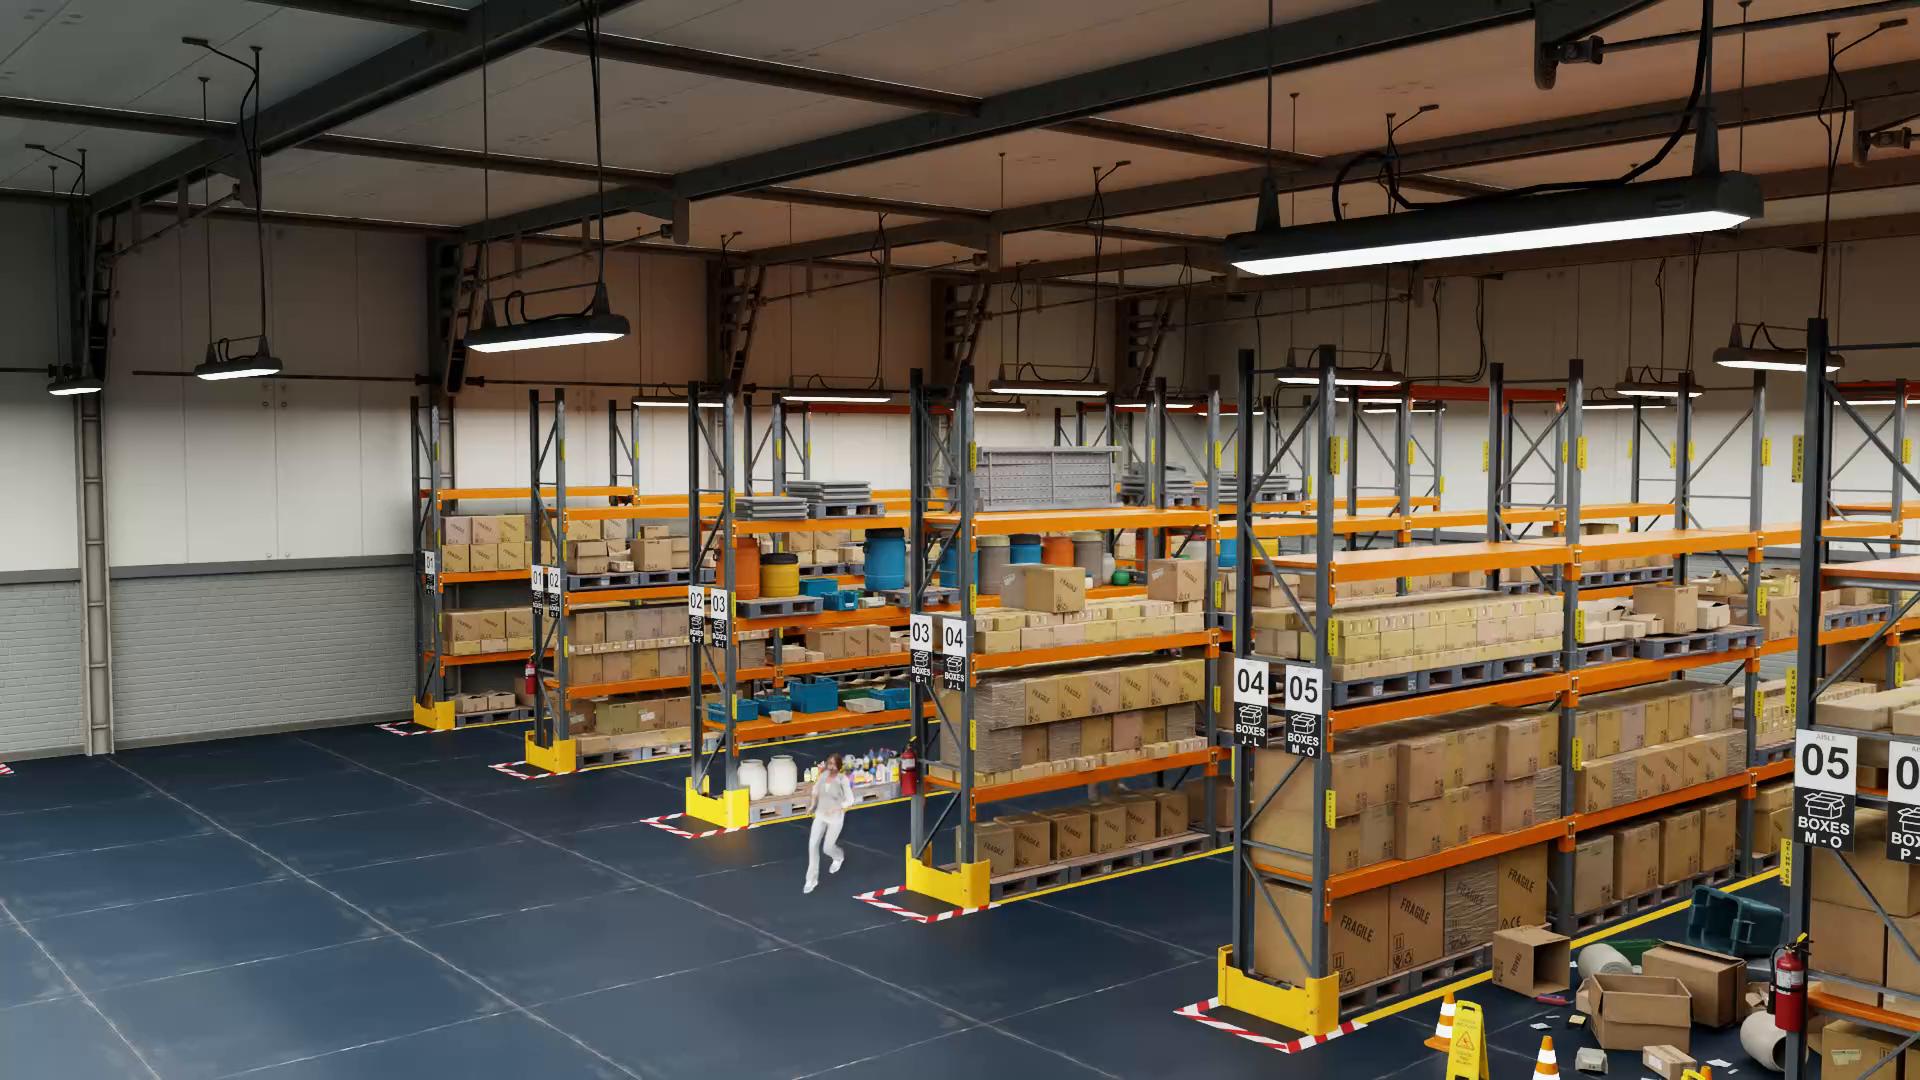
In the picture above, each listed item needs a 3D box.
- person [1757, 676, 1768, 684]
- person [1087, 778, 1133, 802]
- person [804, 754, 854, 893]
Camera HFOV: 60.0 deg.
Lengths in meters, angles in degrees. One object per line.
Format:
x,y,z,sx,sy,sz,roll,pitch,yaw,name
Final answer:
11.779,2.869,24.590,0.824,1.742,0.601,-3,4,-40,person
2.004,2.971,22.675,0.907,1.696,0.676,-3,5,-45,person
-1.485,3.255,19.339,0.576,1.583,0.777,1,4,22,person
